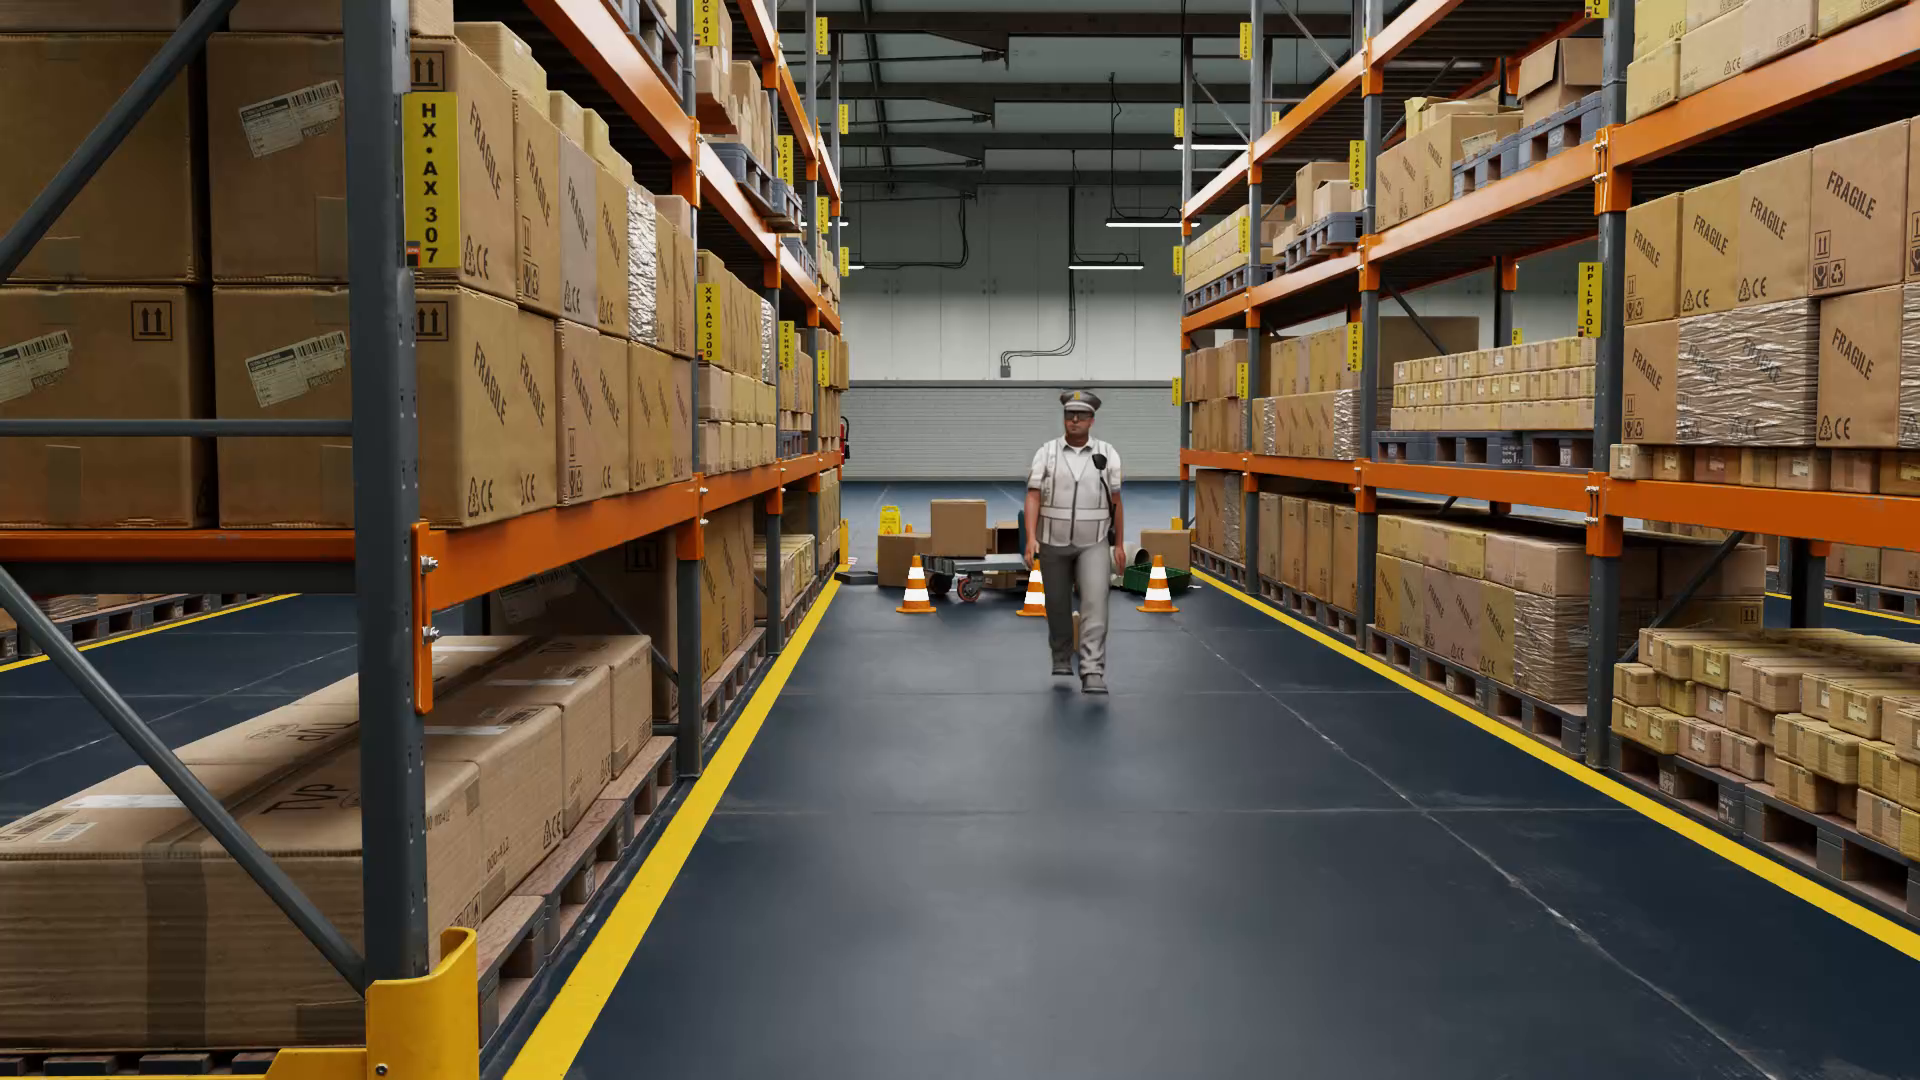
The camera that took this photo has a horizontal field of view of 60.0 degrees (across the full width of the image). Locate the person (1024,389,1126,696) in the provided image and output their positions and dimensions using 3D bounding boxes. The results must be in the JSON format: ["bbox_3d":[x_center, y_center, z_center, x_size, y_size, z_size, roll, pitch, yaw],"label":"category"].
[{"bbox_3d":[0.654,-0.006,9.521,0.573,1.711,1.077,1,4,9],"label":"person"}]
